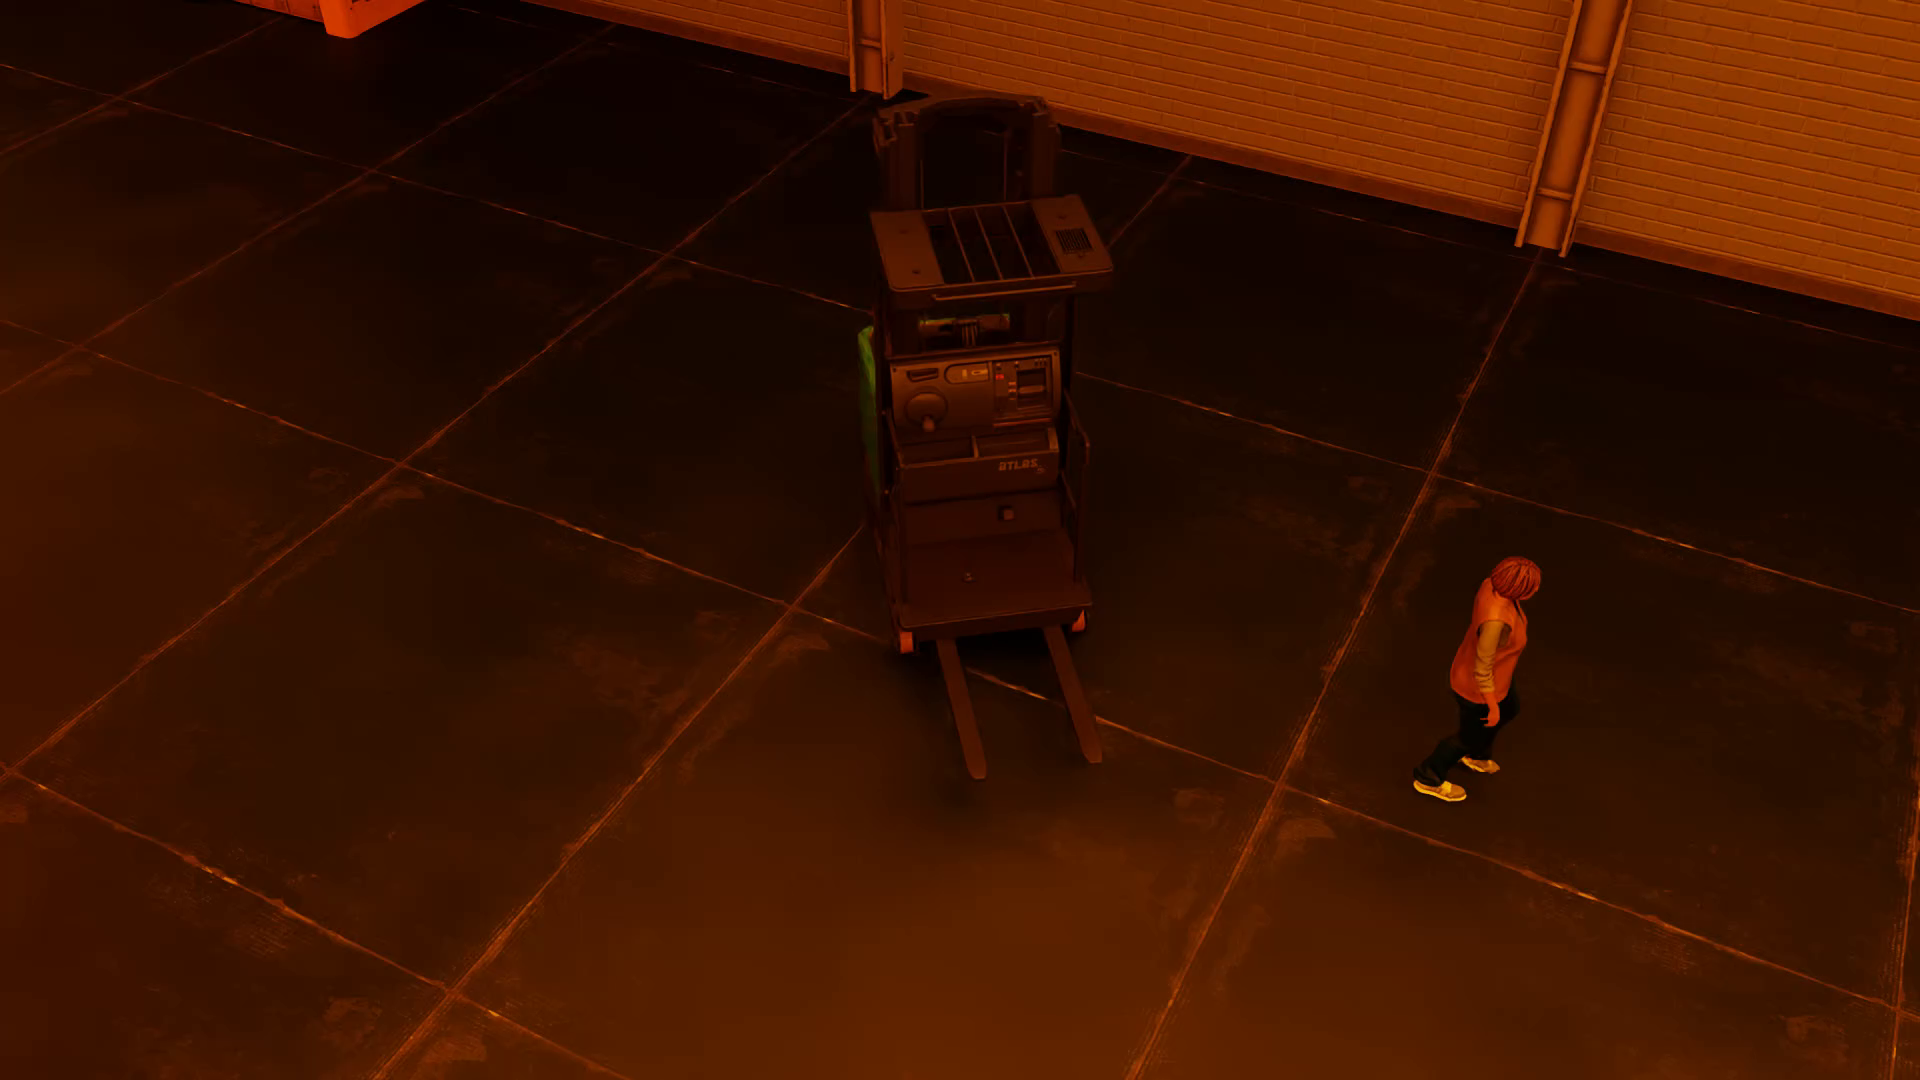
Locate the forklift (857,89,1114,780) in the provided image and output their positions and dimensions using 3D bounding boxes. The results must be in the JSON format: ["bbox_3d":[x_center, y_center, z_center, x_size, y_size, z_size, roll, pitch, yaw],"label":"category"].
[{"bbox_3d":[0.129,-0.730,8.853,1.130,2.935,3.031,-7,41,-8],"label":"forklift"}]

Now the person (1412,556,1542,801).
[{"bbox_3d":[2.603,0.716,8.229,0.441,1.627,0.510,11,41,12],"label":"person"}]
